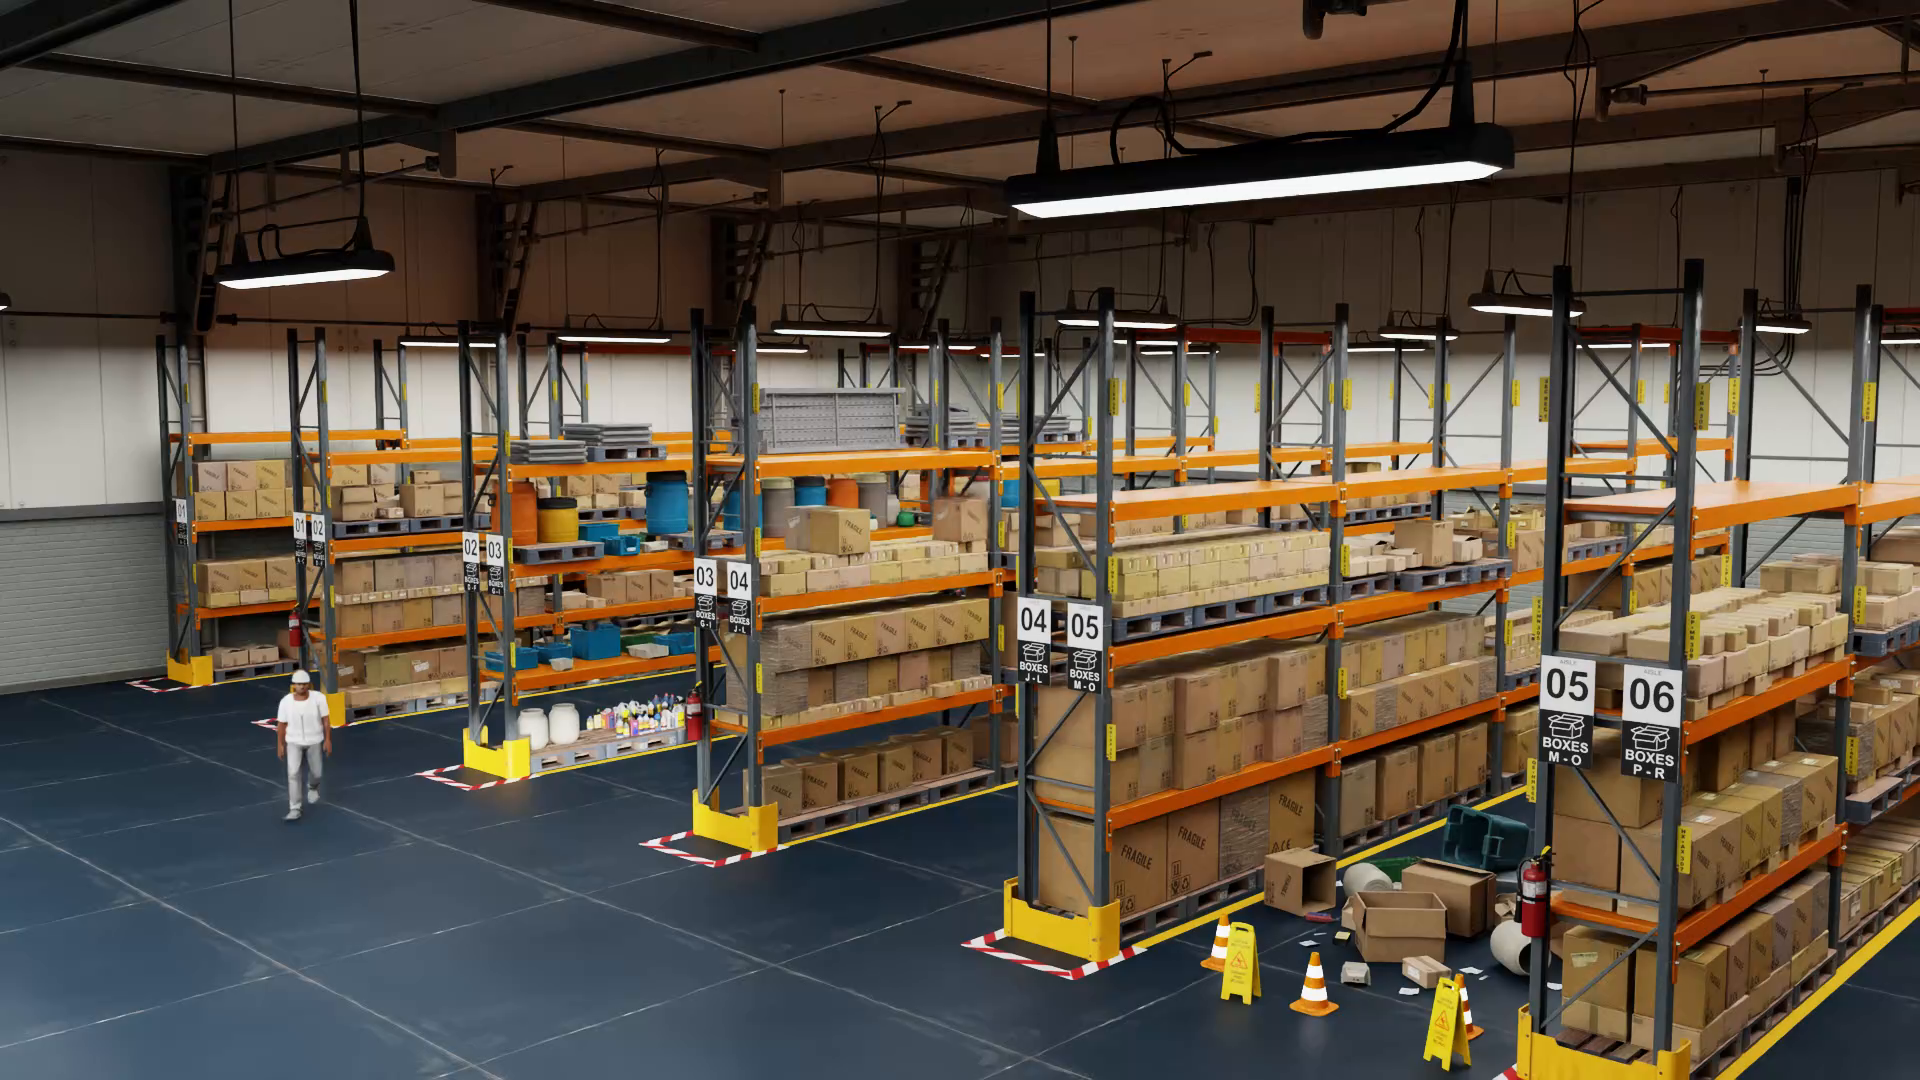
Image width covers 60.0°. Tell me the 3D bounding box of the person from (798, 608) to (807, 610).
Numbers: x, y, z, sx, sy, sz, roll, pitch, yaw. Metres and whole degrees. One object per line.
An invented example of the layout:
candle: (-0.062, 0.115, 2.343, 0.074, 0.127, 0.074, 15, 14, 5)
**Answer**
person: (-2.671, 1.704, 27.343, 0.621, 1.774, 0.571, 3, 6, 27)

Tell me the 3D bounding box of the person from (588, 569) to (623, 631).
person: (-7.084, 1.230, 32.869, 0.633, 1.663, 1.080, 4, 6, 34)

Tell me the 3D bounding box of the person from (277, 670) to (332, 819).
person: (-7.877, 2.422, 19.976, 0.630, 1.740, 0.908, -2, 6, -17)
